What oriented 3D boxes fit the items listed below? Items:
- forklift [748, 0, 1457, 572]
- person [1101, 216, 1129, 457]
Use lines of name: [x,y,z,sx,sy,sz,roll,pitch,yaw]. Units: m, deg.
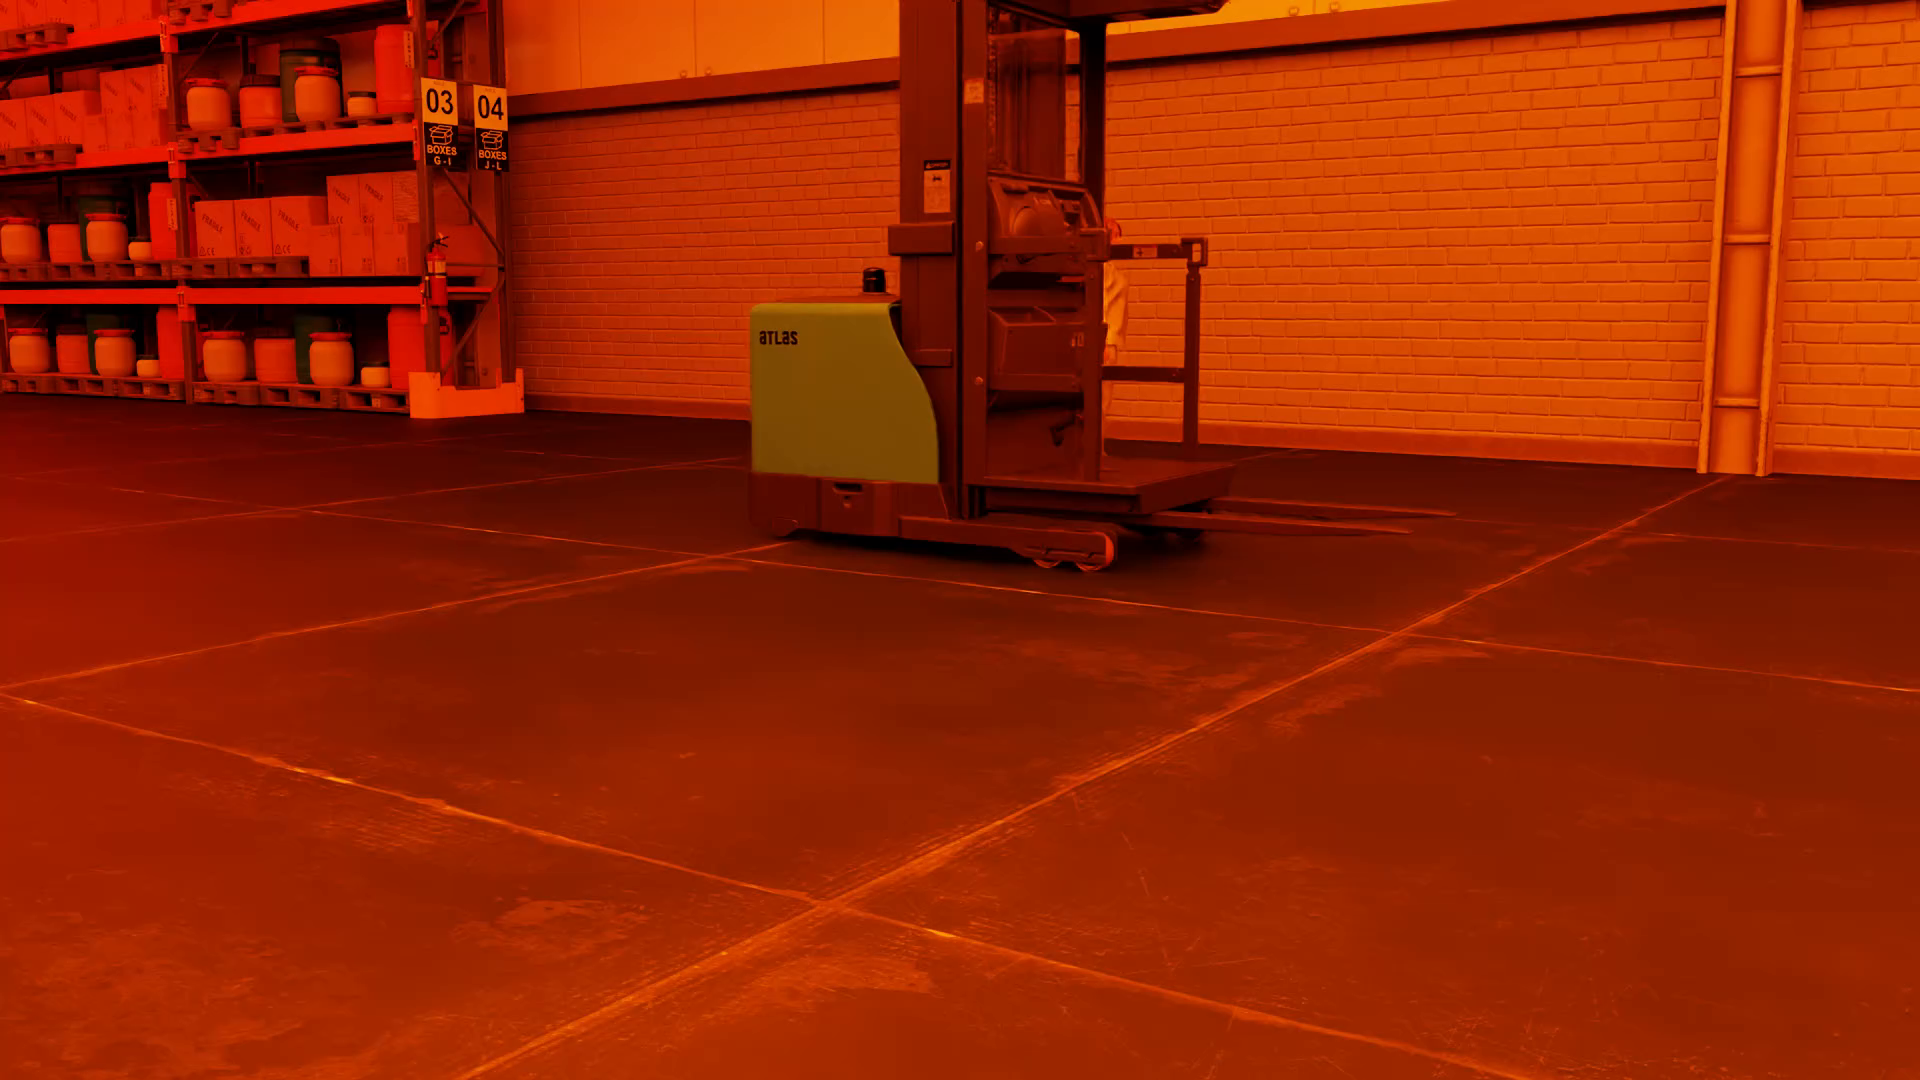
forklift: [0.556,-1.407,7.085,3.031,2.935,1.130,5,9,31]
person: [0.899,-1.198,10.348,0.314,1.604,0.407,1,8,7]
